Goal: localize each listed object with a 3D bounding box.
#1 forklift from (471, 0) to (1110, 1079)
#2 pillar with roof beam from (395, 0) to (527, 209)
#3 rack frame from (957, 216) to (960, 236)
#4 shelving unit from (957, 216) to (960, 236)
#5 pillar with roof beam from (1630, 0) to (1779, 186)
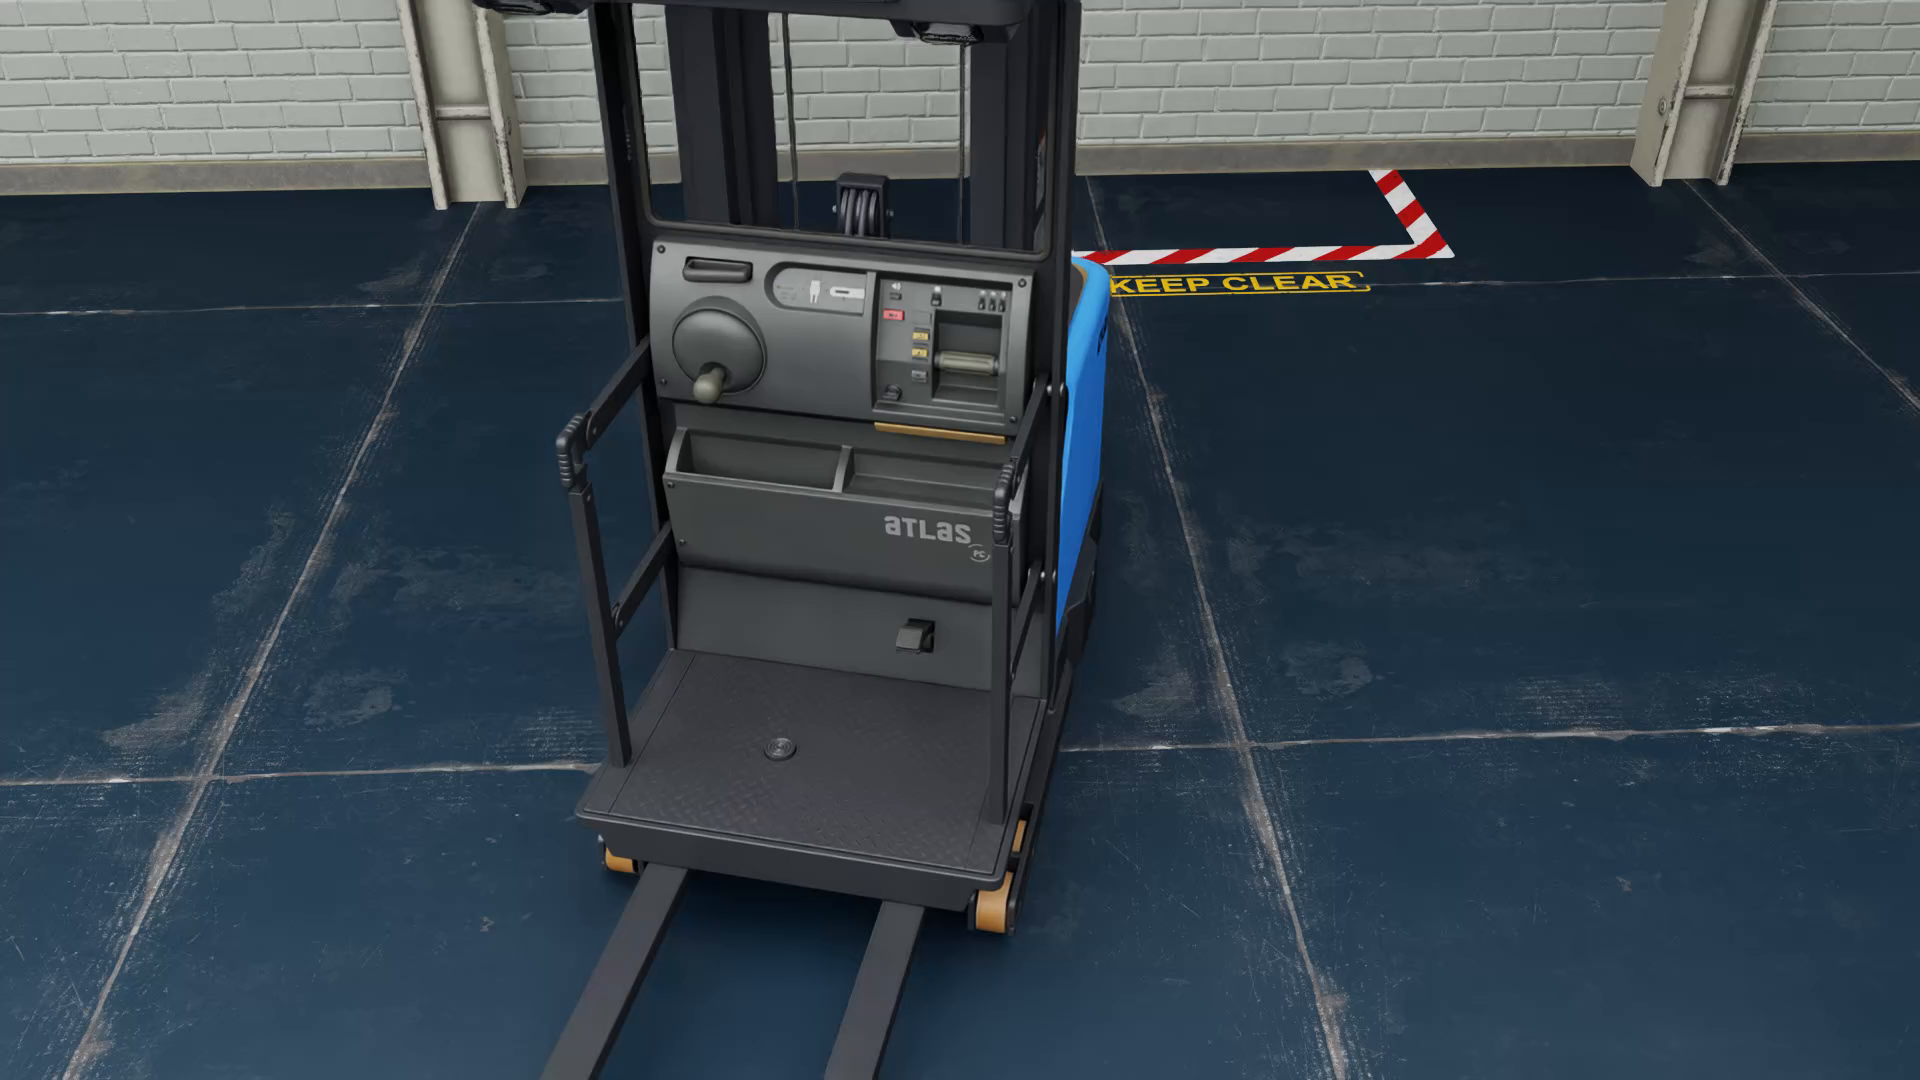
[{"bbox_3d":[-0.335,-0.428,3.793,1.130,2.935,3.031,7,35,10],"label":"forklift"},{"bbox_3d":[-2.151,-2.950,2.105,0.400,9.000,9.100,-2,35,-2],"label":"pillar with roof beam"},{"bbox_3d":[-0.023,-0.571,5.652,0.008,1.050,0.200,7,35,10],"label":"rack frame"},{"bbox_3d":[0.096,-0.556,5.631,0.252,1.050,0.215,7,35,10],"label":"shelving unit"},{"bbox_3d":[3.842,-3.112,2.339,0.400,9.000,9.100,-2,35,-2],"label":"pillar with roof beam"}]
